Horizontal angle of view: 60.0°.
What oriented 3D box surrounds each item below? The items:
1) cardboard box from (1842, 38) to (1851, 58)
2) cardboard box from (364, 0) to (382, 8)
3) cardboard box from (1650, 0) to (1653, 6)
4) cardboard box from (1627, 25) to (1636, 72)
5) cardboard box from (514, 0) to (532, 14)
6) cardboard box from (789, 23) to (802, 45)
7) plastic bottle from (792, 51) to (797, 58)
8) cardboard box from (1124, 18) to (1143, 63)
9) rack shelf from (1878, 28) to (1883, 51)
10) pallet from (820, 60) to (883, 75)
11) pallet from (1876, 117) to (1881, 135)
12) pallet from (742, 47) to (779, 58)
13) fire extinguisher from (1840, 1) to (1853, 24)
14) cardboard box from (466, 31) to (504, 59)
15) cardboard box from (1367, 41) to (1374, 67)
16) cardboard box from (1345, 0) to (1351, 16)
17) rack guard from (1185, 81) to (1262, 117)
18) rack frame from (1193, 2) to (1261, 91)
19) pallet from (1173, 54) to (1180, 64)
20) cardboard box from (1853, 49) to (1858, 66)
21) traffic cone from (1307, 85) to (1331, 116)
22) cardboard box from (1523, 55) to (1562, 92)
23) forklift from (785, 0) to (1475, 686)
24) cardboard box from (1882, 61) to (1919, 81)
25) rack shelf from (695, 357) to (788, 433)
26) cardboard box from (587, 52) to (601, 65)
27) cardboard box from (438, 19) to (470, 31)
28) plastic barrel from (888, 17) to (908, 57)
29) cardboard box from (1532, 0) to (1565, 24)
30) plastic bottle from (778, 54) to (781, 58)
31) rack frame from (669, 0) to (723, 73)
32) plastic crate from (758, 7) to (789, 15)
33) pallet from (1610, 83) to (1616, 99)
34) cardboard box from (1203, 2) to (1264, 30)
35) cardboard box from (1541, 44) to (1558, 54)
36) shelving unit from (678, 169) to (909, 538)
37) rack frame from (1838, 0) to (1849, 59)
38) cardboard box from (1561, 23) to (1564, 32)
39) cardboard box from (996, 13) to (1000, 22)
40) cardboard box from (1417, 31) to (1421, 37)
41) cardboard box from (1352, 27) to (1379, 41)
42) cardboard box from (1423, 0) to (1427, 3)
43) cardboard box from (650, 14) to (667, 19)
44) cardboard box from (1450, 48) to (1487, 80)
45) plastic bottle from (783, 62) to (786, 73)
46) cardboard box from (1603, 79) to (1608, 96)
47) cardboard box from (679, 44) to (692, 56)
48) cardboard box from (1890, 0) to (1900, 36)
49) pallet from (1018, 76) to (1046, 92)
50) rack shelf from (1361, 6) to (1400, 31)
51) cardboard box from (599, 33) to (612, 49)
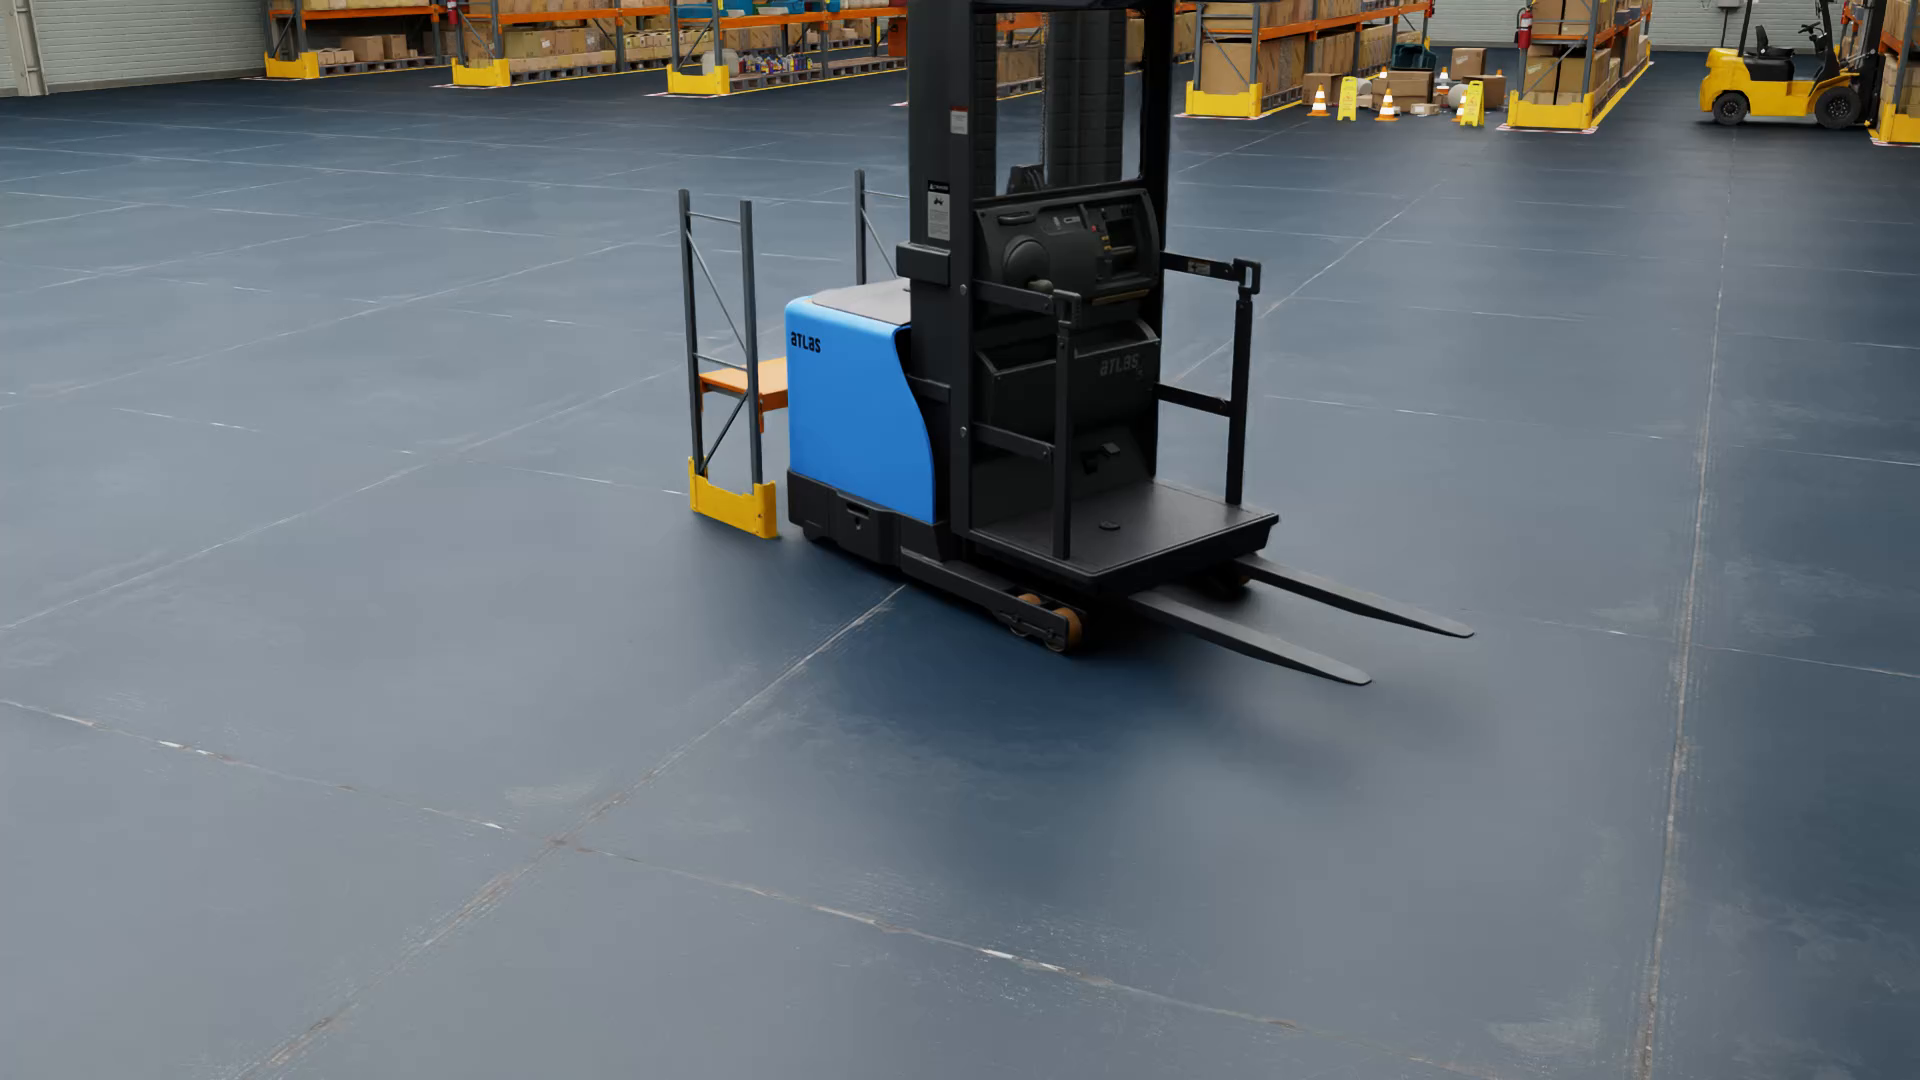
[{"bbox_3d":[19.127,-10.376,35.273,0.700,0.500,0.500,10,22,25],"label":"cardboard box"},{"bbox_3d":[-12.718,-11.488,35.488,0.500,0.250,0.500,9,21,23],"label":"cardboard box"},{"bbox_3d":[15.363,-12.329,37.511,0.500,0.500,0.500,9,21,23],"label":"cardboard box"},{"bbox_3d":[12.771,-9.689,32.781,0.875,0.875,0.875,9,21,23],"label":"cardboard box"},{"bbox_3d":[-8.896,-10.644,32.773,0.700,0.500,0.500,9,22,24],"label":"cardboard box"},{"bbox_3d":[-4.336,-12.803,42.066,0.500,0.500,0.500,8,21,22],"label":"cardboard box"},{"bbox_3d":[-3.287,-9.580,33.226,0.144,0.351,0.185,9,21,23],"label":"plastic bottle"},{"bbox_3d":[3.304,-10.785,35.863,1.225,0.875,0.875,8,21,20],"label":"cardboard box"},{"bbox_3d":[15.754,-8.390,27.658,1.077,0.370,4.000,9,21,23],"label":"rack shelf"},{"bbox_3d":[-2.370,-10.143,35.674,1.003,0.211,1.213,9,21,23],"label":"pallet"},{"bbox_3d":[13.572,-5.821,23.521,1.003,0.211,1.213,9,21,23],"label":"pallet"},{"bbox_3d":[-5.193,-12.021,40.957,1.003,0.211,1.213,9,21,23],"label":"pallet"},{"bbox_3d":[19.488,-11.682,36.513,0.296,0.674,0.183,9,21,23],"label":"fire extinguisher"},{"bbox_3d":[-9.362,-9.755,32.781,0.500,0.500,0.500,9,21,23],"label":"cardboard box"},{"bbox_3d":[8.211,-10.024,34.283,0.500,0.500,0.500,9,21,23],"label":"cardboard box"},{"bbox_3d":[7.136,-10.236,31.626,0.500,0.500,0.500,8,21,22],"label":"cardboard box"},{"bbox_3d":[4.200,-7.038,26.513,1.175,0.500,0.348,9,21,23],"label":"rack guard"},{"bbox_3d":[4.210,-8.223,26.115,1.000,3.000,0.127,9,21,23],"label":"rack frame"},{"bbox_3d":[4.393,-11.043,38.205,1.003,0.211,1.213,9,21,23],"label":"pallet"},{"bbox_3d":[17.172,-8.993,31.382,0.500,0.500,0.500,8,21,21],"label":"cardboard box"},{"bbox_3d":[5.723,-6.995,26.448,0.336,0.463,0.334,9,21,23],"label":"traffic cone"},{"bbox_3d":[8.858,-7.111,25.346,0.500,0.500,0.500,9,21,23],"label":"cardboard box"},{"bbox_3d":[0.573,-1.150,6.327,1.130,2.935,3.031,-16,25,-38],"label":"forklift"},{"bbox_3d":[13.603,-6.764,23.998,0.500,0.250,0.500,9,21,23],"label":"cardboard box"},{"bbox_3d":[-0.697,-0.737,7.838,1.000,0.185,0.538,-18,26,-40],"label":"rack shelf"},{"bbox_3d":[-7.876,-10.097,34.860,0.500,0.250,0.500,9,21,23],"label":"cardboard box"},{"bbox_3d":[-11.729,-11.942,38.525,0.500,0.250,0.500,8,21,22],"label":"cardboard box"},{"bbox_3d":[-1.332,-11.387,37.623,0.600,0.830,0.708,9,21,23],"label":"plastic barrel"},{"bbox_3d":[8.738,-7.966,24.798,0.500,0.500,0.500,8,21,22],"label":"cardboard box"},{"bbox_3d":[-3.685,-9.722,33.743,0.097,0.271,0.097,0,20,0],"label":"plastic bottle"},{"bbox_3d":[-4.792,-9.614,30.026,1.000,3.000,0.127,9,21,23],"label":"rack frame"},{"bbox_3d":[-3.588,-10.182,32.015,0.530,0.136,0.437,9,21,23],"label":"plastic crate"},{"bbox_3d":[11.221,-8.096,29.920,1.003,0.211,1.213,9,21,23],"label":"pallet"},{"bbox_3d":[4.321,-8.413,26.426,0.875,0.550,0.550,9,21,23],"label":"cardboard box"},{"bbox_3d":[9.052,-7.615,25.793,0.380,0.149,0.250,9,21,24],"label":"cardboard box"},{"bbox_3d":[-0.691,-0.908,7.784,1.083,1.500,0.587,-18,26,-40],"label":"shelving unit"},{"bbox_3d":[19.849,-11.786,36.133,1.000,3.000,0.127,9,21,23],"label":"rack frame"},{"bbox_3d":[9.163,-7.910,25.609,0.380,0.149,0.250,9,21,23],"label":"cardboard box"},{"bbox_3d":[0.489,-9.174,29.162,0.380,0.149,0.250,9,21,23],"label":"cardboard box"},{"bbox_3d":[10.776,-12.053,39.623,0.380,0.149,0.250,9,21,23],"label":"cardboard box"},{"bbox_3d":[8.411,-10.524,34.570,0.500,0.250,0.500,9,21,23],"label":"cardboard box"},{"bbox_3d":[10.886,-12.857,39.521,0.380,0.149,0.250,9,21,23],"label":"cardboard box"},{"bbox_3d":[-8.210,-14.262,45.230,0.380,0.149,0.250,9,22,25],"label":"cardboard box"},{"bbox_3d":[8.769,-8.212,28.683,0.500,0.500,0.500,9,21,23],"label":"cardboard box"},{"bbox_3d":[-3.459,-9.243,32.502,0.097,0.201,0.097,0,20,0],"label":"plastic bottle"},{"bbox_3d":[10.408,-7.482,27.509,0.500,0.250,0.500,10,22,25],"label":"cardboard box"},{"bbox_3d":[-6.443,-11.137,37.786,0.500,0.250,0.500,9,22,24],"label":"cardboard box"},{"bbox_3d":[13.886,-7.598,24.207,0.500,0.500,0.500,9,21,23],"label":"cardboard box"},{"bbox_3d":[1.122,-8.633,31.430,1.003,0.211,1.213,9,21,23],"label":"pallet"},{"bbox_3d":[8.305,-10.941,34.831,1.077,0.370,4.000,9,21,23],"label":"rack shelf"},{"bbox_3d":[-7.767,-10.848,36.134,0.500,0.311,0.500,9,21,23],"label":"cardboard box"}]
